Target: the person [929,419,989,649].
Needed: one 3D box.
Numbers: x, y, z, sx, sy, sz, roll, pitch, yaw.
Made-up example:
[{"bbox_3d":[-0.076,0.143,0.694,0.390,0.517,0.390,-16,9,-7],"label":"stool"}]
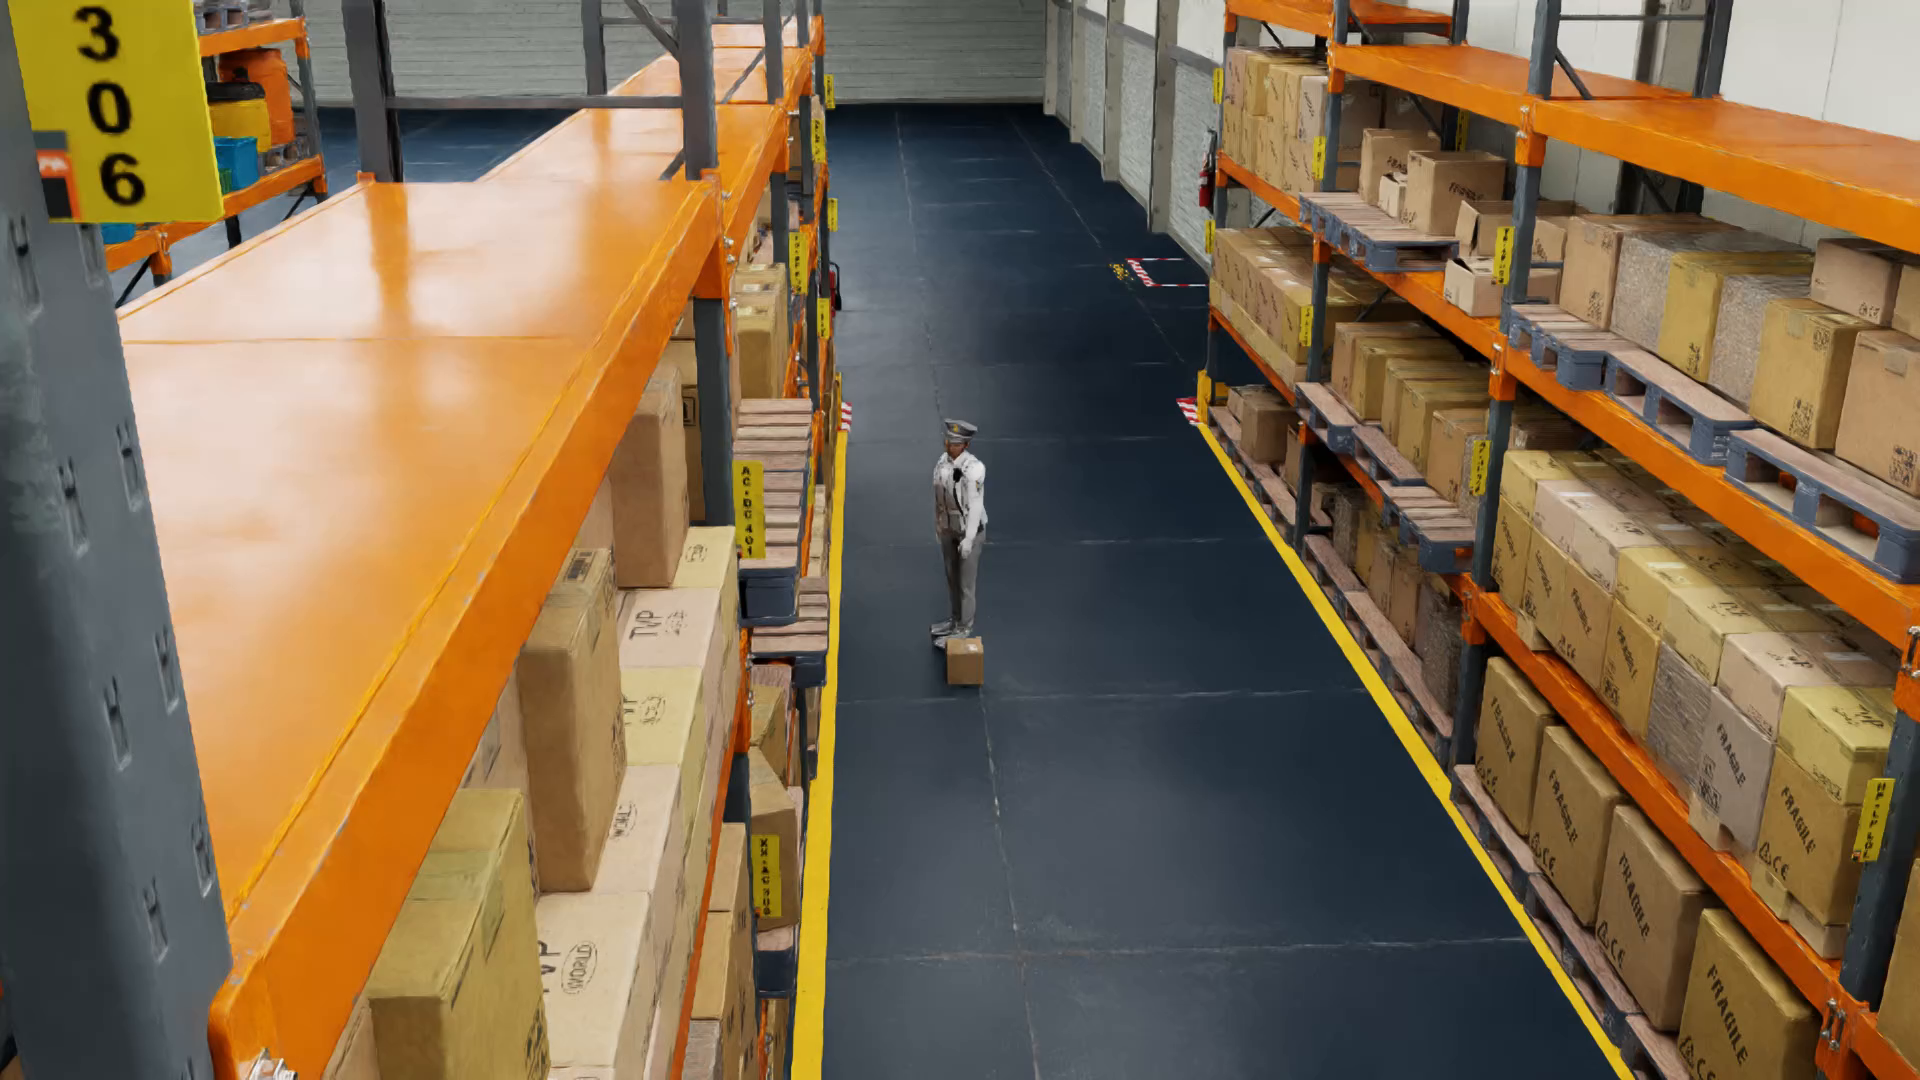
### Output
[{"bbox_3d":[-0.064,-0.056,11.967,0.470,1.685,0.532,-17,26,-37],"label":"person"}]
